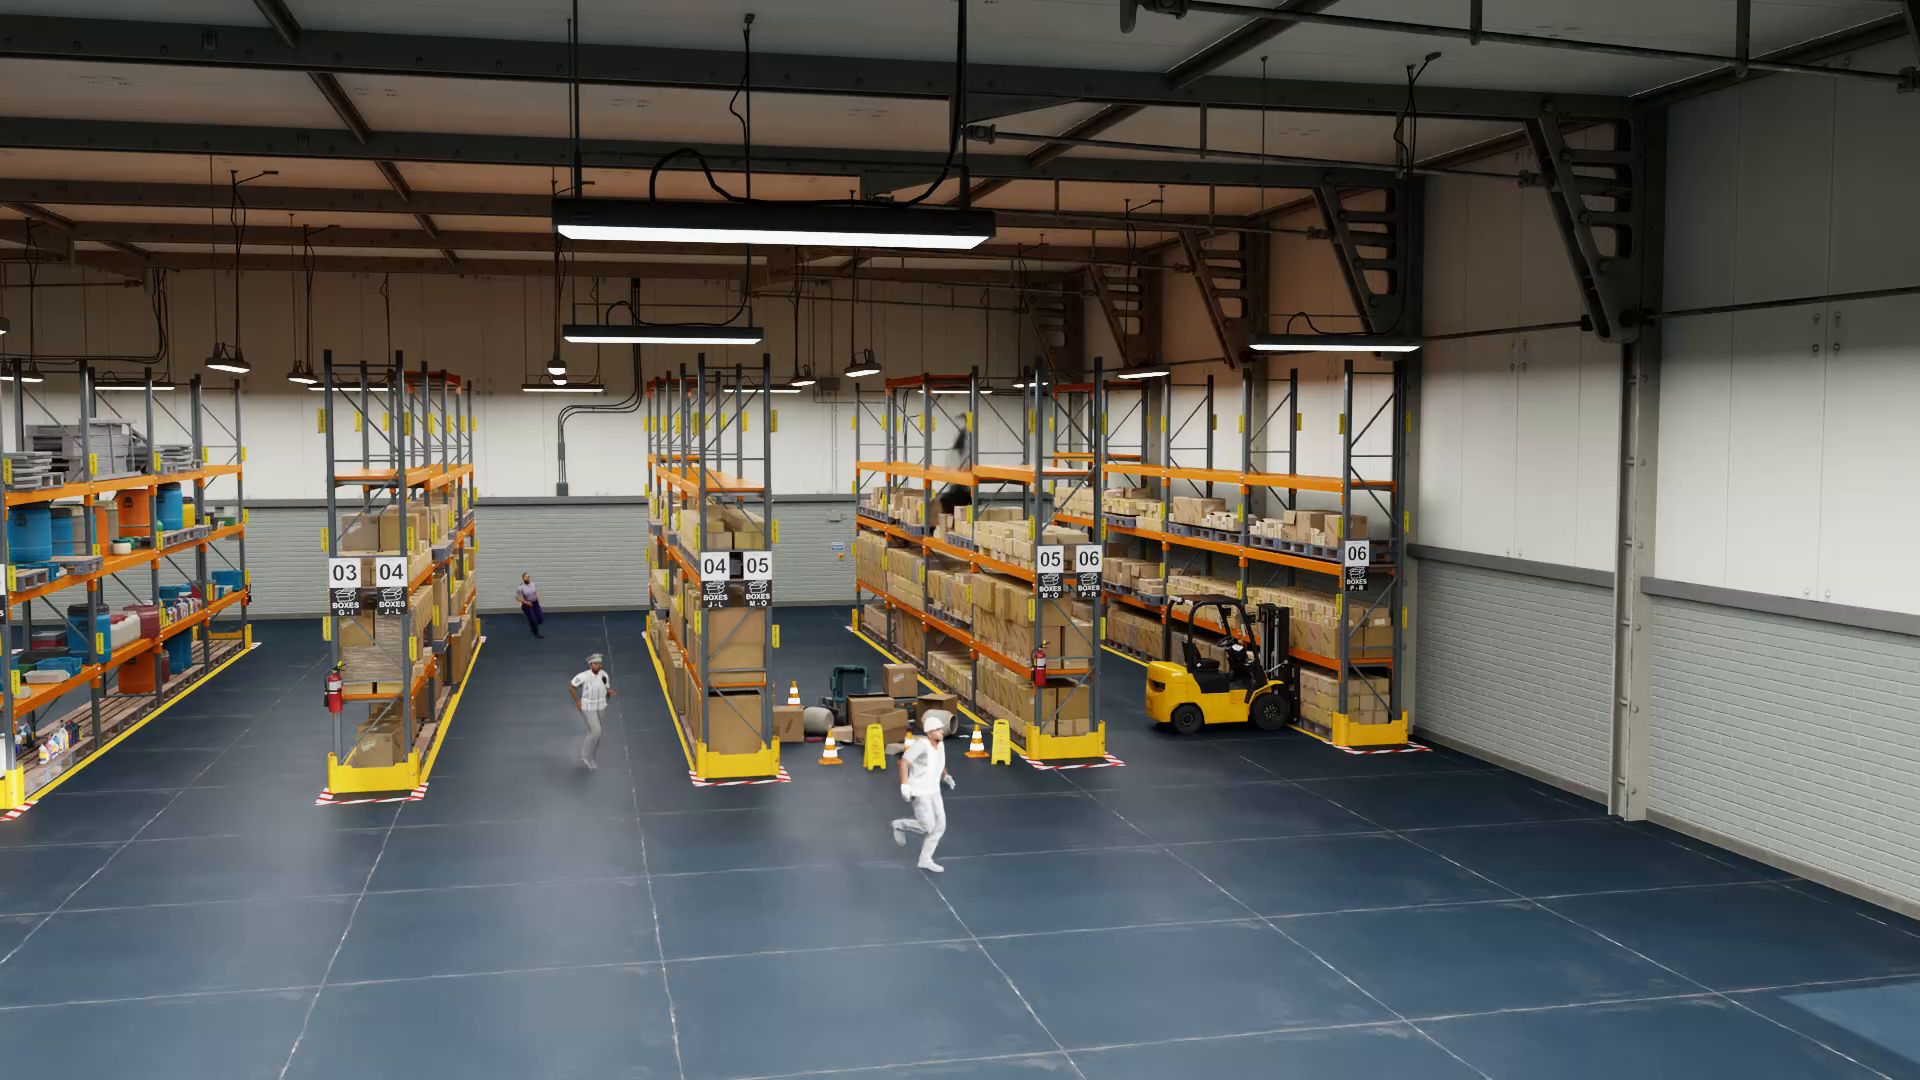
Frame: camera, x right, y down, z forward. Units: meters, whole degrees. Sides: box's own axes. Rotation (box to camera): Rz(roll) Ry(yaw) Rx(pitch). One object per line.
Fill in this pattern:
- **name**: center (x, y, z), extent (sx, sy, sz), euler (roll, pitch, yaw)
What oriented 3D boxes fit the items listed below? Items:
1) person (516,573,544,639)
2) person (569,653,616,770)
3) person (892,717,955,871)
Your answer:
- **person**: center (-10.055, 1.533, 38.791), extent (0.546, 1.561, 0.688), euler (4, 5, 43)
- **person**: center (-5.319, 2.497, 24.174), extent (0.761, 1.732, 0.576), euler (4, 6, 45)
- **person**: center (-0.430, 2.850, 18.778), extent (0.721, 1.736, 0.721), euler (3, 5, 33)
